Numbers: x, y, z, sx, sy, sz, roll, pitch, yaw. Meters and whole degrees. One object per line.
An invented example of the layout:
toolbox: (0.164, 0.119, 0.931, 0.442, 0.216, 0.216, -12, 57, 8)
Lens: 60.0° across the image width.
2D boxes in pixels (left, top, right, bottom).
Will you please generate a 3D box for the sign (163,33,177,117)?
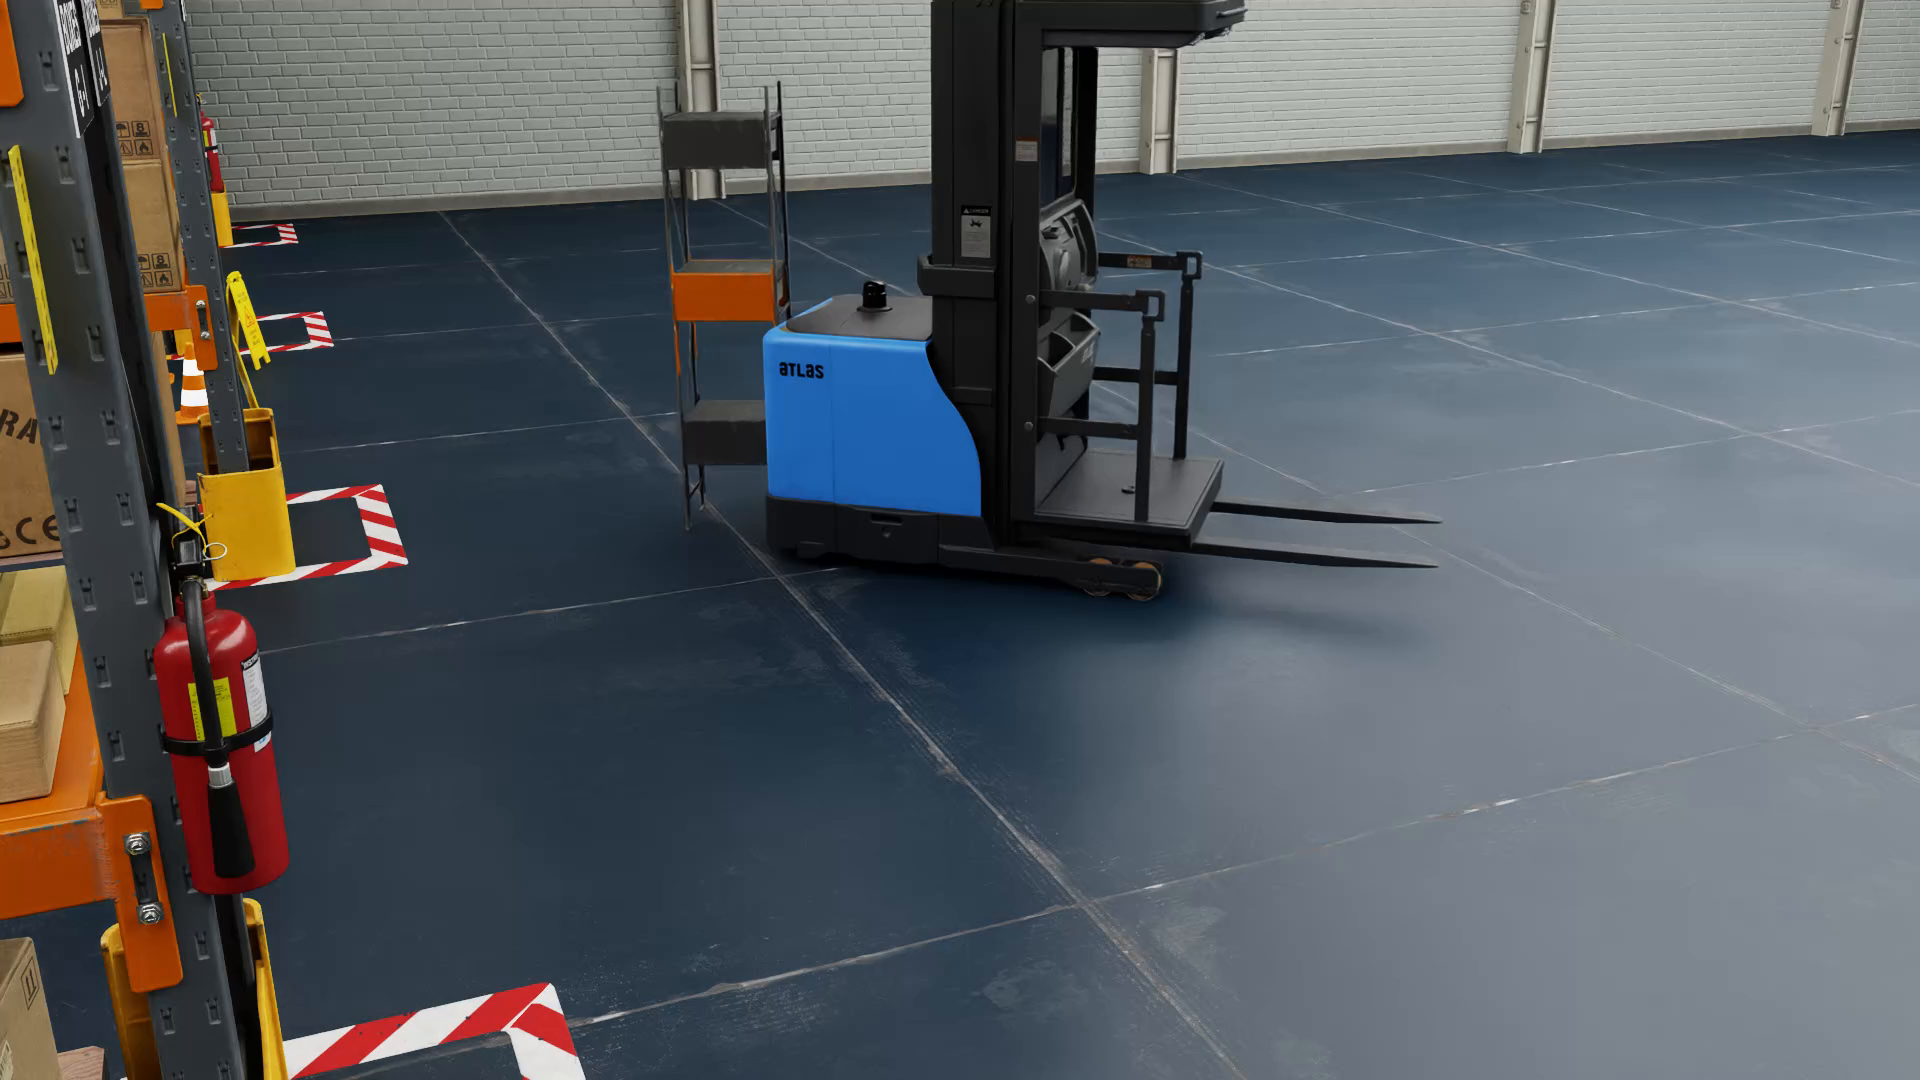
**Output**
sign: (-3.239, -1.905, 6.816, 0.005, 0.325, 0.100, -8, 21, -22)

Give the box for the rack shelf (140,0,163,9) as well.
rack shelf: (-5.277, -2.227, 6.397, 4.000, 0.370, 1.077, -8, 21, -22)

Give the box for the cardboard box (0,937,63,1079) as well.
cardboard box: (-2.149, 1.169, 3.316, 0.500, 0.500, 0.500, -4, 20, -12)

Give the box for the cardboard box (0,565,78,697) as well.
cardboard box: (-1.925, 0.195, 3.331, 0.250, 0.149, 0.380, -8, 21, -22)

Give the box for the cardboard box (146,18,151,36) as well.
cardboard box: (-7.709, -4.806, 15.580, 0.250, 0.149, 0.380, -8, 21, -22)

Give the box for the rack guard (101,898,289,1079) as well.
rack guard: (-1.639, 1.300, 3.576, 0.348, 0.500, 1.175, -8, 21, -22)

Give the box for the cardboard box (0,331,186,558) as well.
cardboard box: (-4.037, -0.501, 7.496, 0.875, 0.875, 0.875, -8, 21, -22)

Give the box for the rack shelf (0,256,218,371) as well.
rack shelf: (-5.277, -0.812, 6.895, 4.000, 0.370, 1.077, -8, 21, -22)

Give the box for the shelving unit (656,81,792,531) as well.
shelving unit: (-1.089, -1.101, 7.969, 0.503, 2.100, 0.431, 0, 19, 3)

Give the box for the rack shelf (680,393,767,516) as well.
rack shelf: (-1.081, -0.425, 8.199, 0.480, 0.518, 0.431, 0, 19, 3)

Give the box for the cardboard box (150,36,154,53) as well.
cardboard box: (-7.671, -4.646, 15.574, 0.250, 0.149, 0.380, -8, 21, -21)

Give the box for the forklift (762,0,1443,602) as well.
forklift: (0.672, -1.311, 7.333, 3.031, 2.935, 1.130, 6, 20, 16)

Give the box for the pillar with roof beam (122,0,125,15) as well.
pillar with roof beam: (-6.755, -6.124, 11.866, 0.400, 9.000, 9.100, -8, 21, -22)

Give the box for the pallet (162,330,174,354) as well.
pallet: (-6.324, -1.489, 11.934, 1.213, 0.211, 1.003, -8, 21, -22)

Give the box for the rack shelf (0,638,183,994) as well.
rack shelf: (-3.405, 0.714, 2.562, 4.000, 0.370, 1.077, -8, 21, -22)

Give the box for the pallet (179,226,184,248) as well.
pallet: (-8.150, -2.995, 16.211, 1.213, 0.211, 1.003, -8, 21, -22)

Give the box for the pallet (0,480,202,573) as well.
pallet: (-4.144, 0.030, 7.620, 1.213, 0.211, 1.003, -8, 21, -22)

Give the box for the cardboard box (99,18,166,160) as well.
cardboard box: (-3.797, -1.958, 7.214, 0.550, 0.550, 0.875, -8, 21, -22)

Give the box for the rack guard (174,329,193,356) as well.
rack guard: (-5.564, -1.722, 12.159, 0.348, 0.500, 1.175, -8, 21, -22)

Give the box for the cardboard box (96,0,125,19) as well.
cardboard box: (-5.877, -3.436, 11.161, 0.500, 0.500, 0.700, -9, 21, -23)

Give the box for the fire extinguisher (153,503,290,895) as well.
fire extinguisher: (-1.281, 0.273, 2.846, 0.183, 0.674, 0.296, -8, 21, -22)

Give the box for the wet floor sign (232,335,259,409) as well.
wet floor sign: (-4.199, -0.912, 9.640, 0.232, 0.644, 0.267, -12, 23, -31)

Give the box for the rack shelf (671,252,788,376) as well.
rack shelf: (-1.089, -1.088, 7.974, 0.480, 0.518, 0.431, 0, 19, 3)

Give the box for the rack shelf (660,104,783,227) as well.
rack shelf: (-1.097, -1.751, 7.749, 0.480, 0.518, 0.431, 0, 19, 3)

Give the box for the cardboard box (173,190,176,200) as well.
cardboard box: (-7.787, -3.402, 15.921, 0.500, 0.250, 0.500, -8, 21, -23)

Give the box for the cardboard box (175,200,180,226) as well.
cardboard box: (-7.770, -3.167, 16.008, 0.500, 0.250, 0.500, -8, 21, -22)

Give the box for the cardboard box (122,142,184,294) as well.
cardboard box: (-3.764, -1.423, 7.320, 0.550, 0.550, 0.875, -8, 21, -22)

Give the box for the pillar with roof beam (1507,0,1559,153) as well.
pillar with roof beam: (9.773, -8.492, 18.591, 0.400, 9.000, 9.100, -8, 21, -22)

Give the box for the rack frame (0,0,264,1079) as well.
rack frame: (-1.570, 0.110, 3.192, 0.053, 2.616, 0.949, -8, 21, -22)

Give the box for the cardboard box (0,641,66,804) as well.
cardboard box: (-1.749, 0.330, 2.946, 0.250, 0.149, 0.380, -8, 21, -22)

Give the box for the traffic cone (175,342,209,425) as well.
traffic cone: (-4.626, -0.971, 10.082, 0.334, 0.463, 0.336, -8, 21, -22)

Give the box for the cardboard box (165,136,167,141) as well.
cardboard box: (-7.980, -3.791, 16.275, 0.500, 0.250, 0.500, -8, 21, -23)

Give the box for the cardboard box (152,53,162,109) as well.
cardboard box: (-7.812, -4.326, 15.642, 0.500, 0.500, 0.500, -9, 21, -23)

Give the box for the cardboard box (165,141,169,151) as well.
cardboard box: (-7.763, -3.641, 15.849, 0.500, 0.250, 0.500, -7, 21, -20)

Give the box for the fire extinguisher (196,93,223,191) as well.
fire extinguisher: (-5.207, -2.749, 11.429, 0.183, 0.674, 0.296, -8, 21, -22)

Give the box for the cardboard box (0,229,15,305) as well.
cardboard box: (-4.260, -1.344, 7.096, 0.550, 0.550, 0.875, -8, 21, -22)

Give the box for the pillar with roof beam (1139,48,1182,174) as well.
pillar with roof beam: (4.263, -7.703, 16.349, 0.400, 9.000, 9.100, -8, 21, -22)

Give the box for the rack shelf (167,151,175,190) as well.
rack shelf: (-7.331, -2.308, 11.145, 4.000, 0.370, 1.077, -8, 21, -22)

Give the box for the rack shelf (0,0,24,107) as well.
rack shelf: (-3.405, -0.701, 2.064, 4.000, 0.370, 1.077, -8, 21, -22)

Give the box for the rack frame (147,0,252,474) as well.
rack frame: (-3.441, -1.415, 7.523, 0.127, 3.000, 1.000, -8, 21, -22)

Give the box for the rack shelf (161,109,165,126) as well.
rack shelf: (-9.300, -3.822, 15.442, 4.000, 0.370, 1.077, -8, 21, -22)

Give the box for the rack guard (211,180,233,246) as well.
rack guard: (-7.442, -3.248, 16.494, 0.348, 0.500, 1.175, -8, 21, -22)

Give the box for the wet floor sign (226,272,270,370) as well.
wet floor sign: (-4.896, -1.499, 11.308, 0.232, 0.644, 0.267, -1, 19, -3)

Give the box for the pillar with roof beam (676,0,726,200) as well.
pillar with roof beam: (-1.246, -6.913, 14.107, 0.400, 9.000, 9.100, -8, 21, -22)

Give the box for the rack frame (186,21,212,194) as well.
rack frame: (-7.464, -4.424, 16.070, 0.127, 3.000, 1.000, -8, 21, -22)

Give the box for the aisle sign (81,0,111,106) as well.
aisle sign: (-1.631, -1.215, 3.041, 0.004, 0.787, 0.394, -8, 21, -22)

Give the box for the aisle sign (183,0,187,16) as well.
aisle sign: (-3.495, -2.742, 7.378, 0.004, 0.787, 0.394, -8, 21, -22)

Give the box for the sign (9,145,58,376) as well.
sign: (-1.368, -0.412, 2.457, 0.005, 0.325, 0.100, -8, 21, -22)

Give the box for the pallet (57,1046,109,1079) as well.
pallet: (-2.399, 1.533, 3.351, 1.213, 0.211, 1.003, -8, 21, -22)

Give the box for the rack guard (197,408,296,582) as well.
rack guard: (-3.419, -0.239, 7.947, 0.348, 0.500, 1.175, -8, 21, -22)

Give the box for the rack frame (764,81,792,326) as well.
rack frame: (-0.846, -1.099, 7.955, 0.015, 2.100, 0.400, 0, 19, 3)

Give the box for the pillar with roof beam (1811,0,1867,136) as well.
pillar with roof beam: (15.282, -9.281, 20.833, 0.400, 9.000, 9.100, -8, 21, -22)

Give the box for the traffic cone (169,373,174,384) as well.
traffic cone: (-5.378, -1.264, 10.916, 0.334, 0.463, 0.336, -8, 21, -22)

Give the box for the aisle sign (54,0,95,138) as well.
aisle sign: (-1.393, -1.032, 2.521, 0.004, 0.787, 0.394, -8, 21, -22)

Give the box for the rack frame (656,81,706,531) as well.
rack frame: (-1.333, -1.102, 7.984, 0.015, 2.100, 0.400, 0, 19, 3)

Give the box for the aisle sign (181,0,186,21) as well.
aisle sign: (-3.257, -2.559, 6.858, 0.004, 0.787, 0.394, -8, 21, -22)
